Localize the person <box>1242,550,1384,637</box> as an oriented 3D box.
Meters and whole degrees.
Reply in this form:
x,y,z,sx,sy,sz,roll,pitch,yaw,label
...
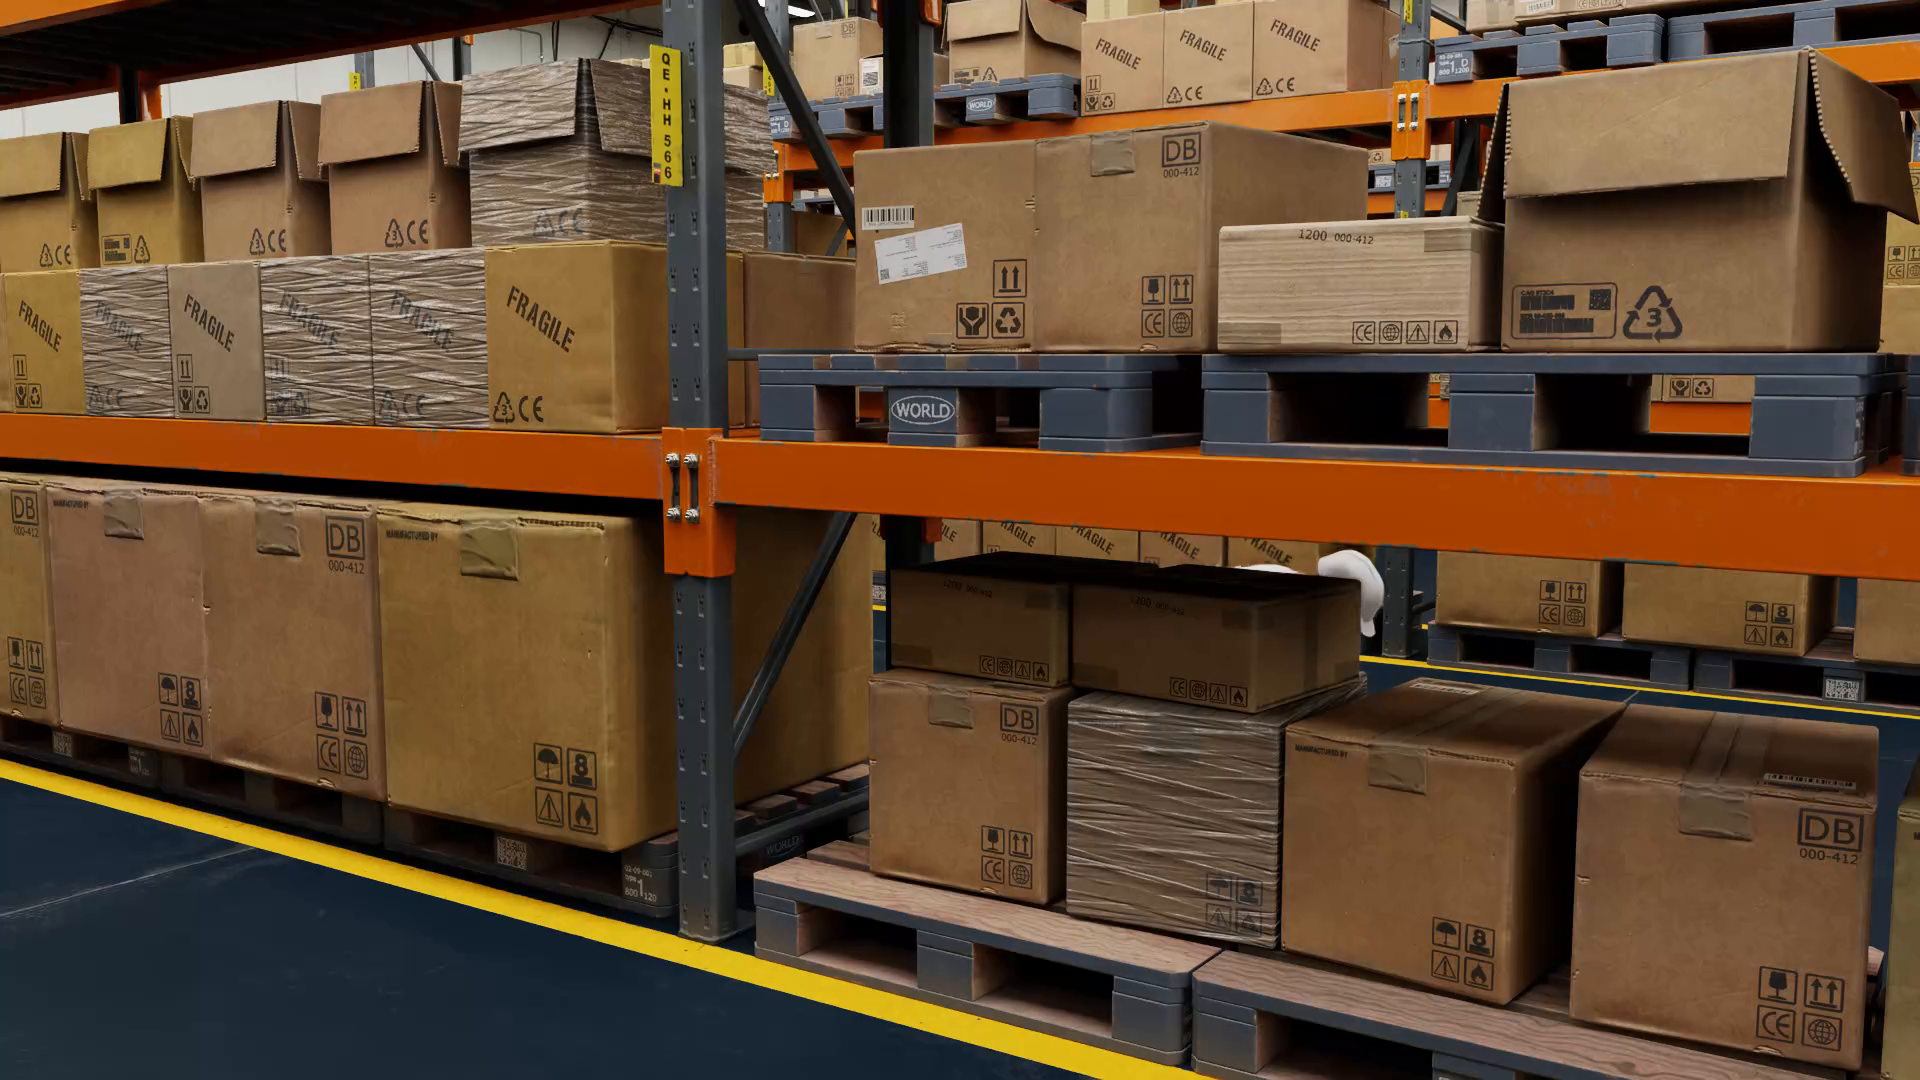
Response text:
x,y,z,sx,sy,sz,roll,pitch,yaw,label
0.938,0.461,5.465,0.896,0.903,0.568,5,8,37,person
